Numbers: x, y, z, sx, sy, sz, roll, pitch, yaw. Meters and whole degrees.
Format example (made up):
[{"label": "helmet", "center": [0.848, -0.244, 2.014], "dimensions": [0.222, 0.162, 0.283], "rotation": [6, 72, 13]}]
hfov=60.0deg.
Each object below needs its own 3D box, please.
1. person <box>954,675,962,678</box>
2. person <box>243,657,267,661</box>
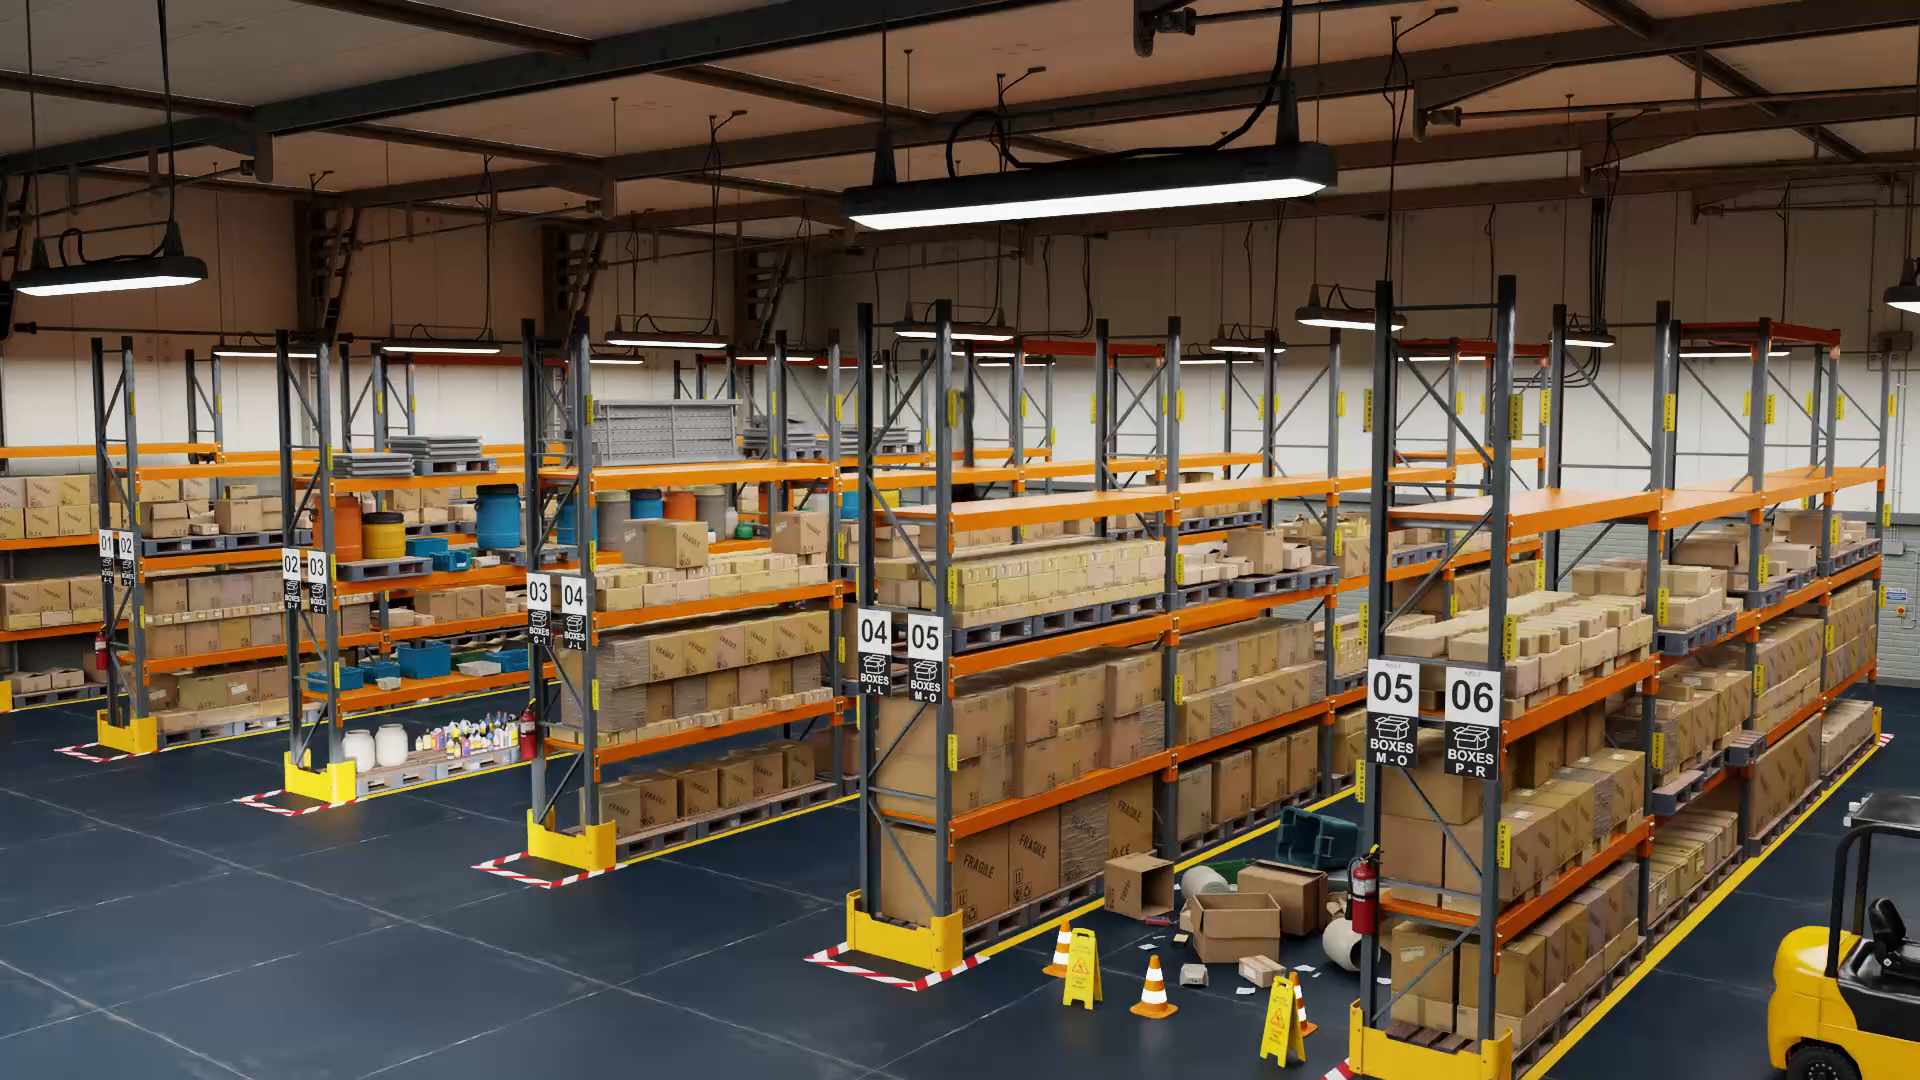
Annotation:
[{"label": "person", "center": [0.084, 2.498, 21.134], "dimensions": [0.713, 1.736, 0.912], "rotation": [2, 5, 22]}, {"label": "person", "center": [-12.179, 1.938, 28.549], "dimensions": [0.645, 1.497, 0.821], "rotation": [1, 5, 9]}]
